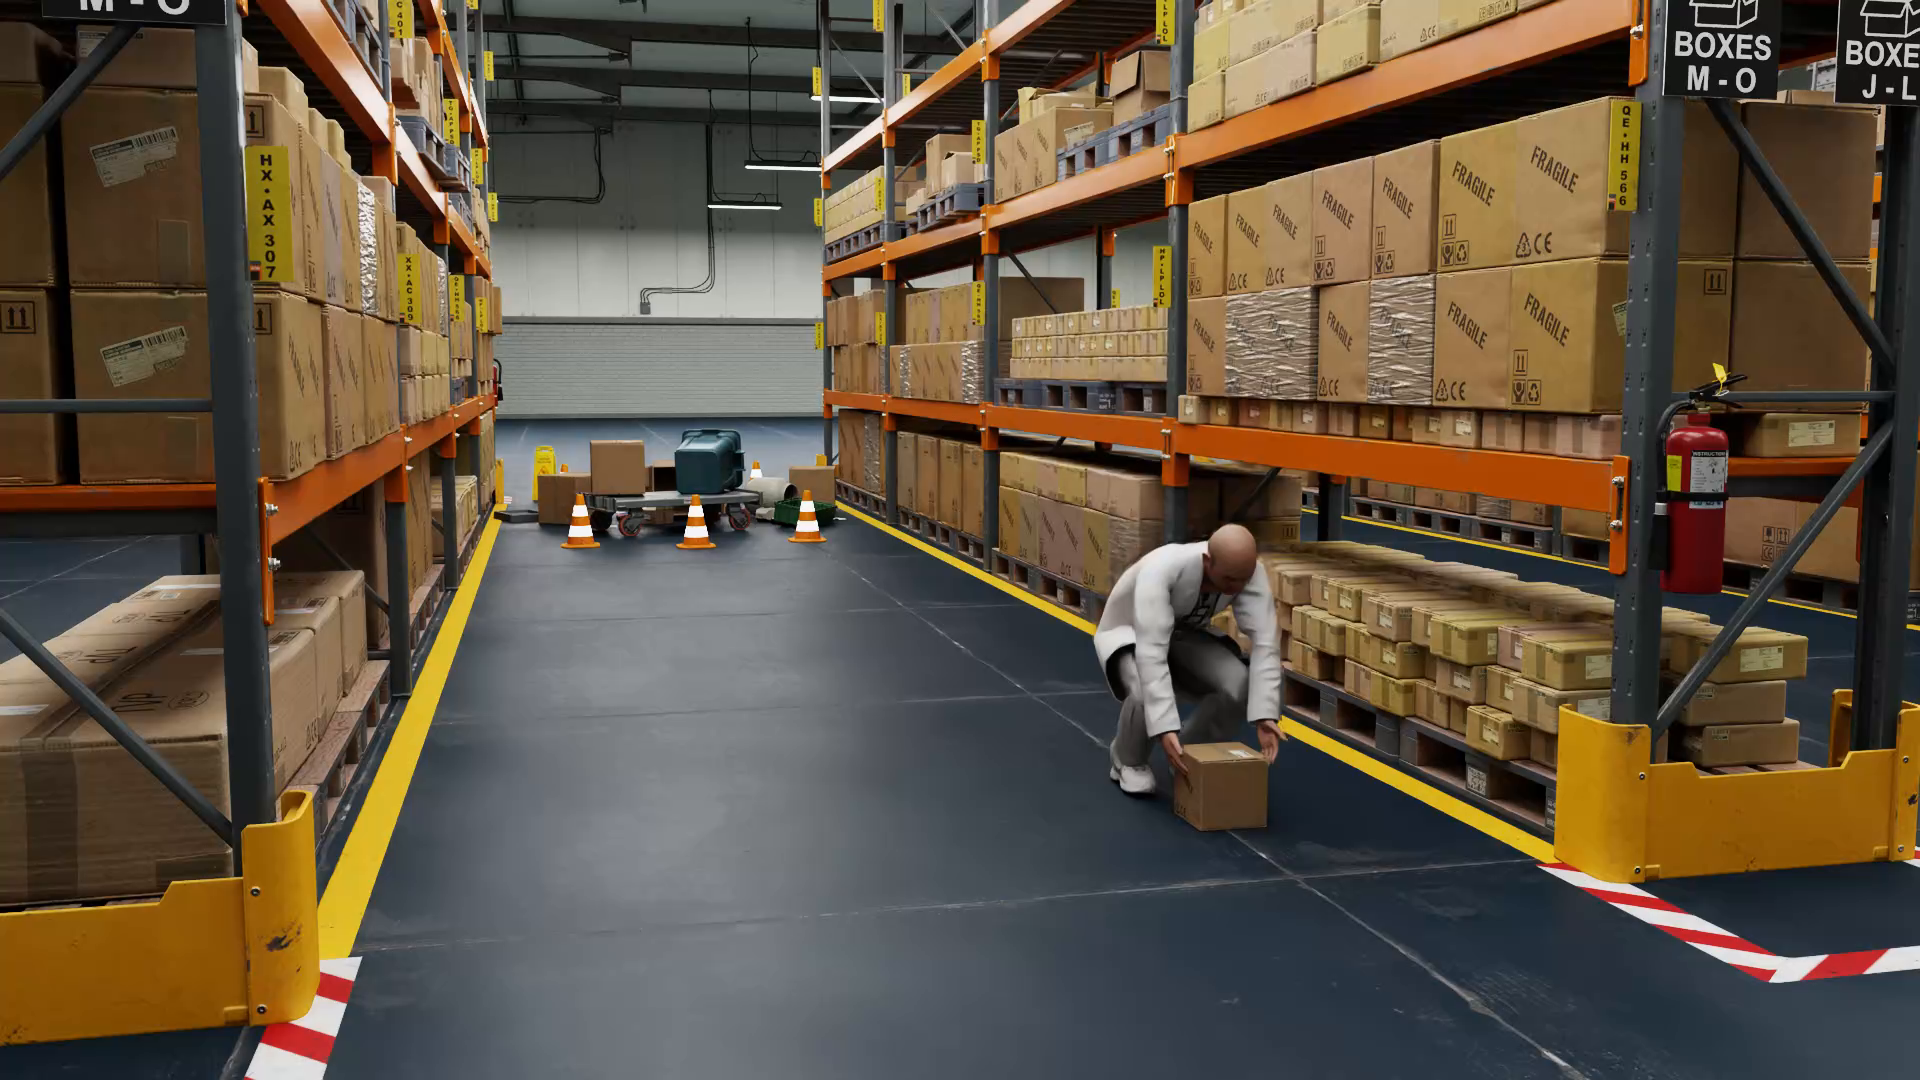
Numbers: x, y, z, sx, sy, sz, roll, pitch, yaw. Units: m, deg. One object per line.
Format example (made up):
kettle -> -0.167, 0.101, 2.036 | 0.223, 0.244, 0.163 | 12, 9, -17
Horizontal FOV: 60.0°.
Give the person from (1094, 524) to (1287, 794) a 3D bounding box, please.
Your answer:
person -> 0.844, 0.435, 6.243 | 0.611, 1.047, 0.885 | -2, 6, -16
